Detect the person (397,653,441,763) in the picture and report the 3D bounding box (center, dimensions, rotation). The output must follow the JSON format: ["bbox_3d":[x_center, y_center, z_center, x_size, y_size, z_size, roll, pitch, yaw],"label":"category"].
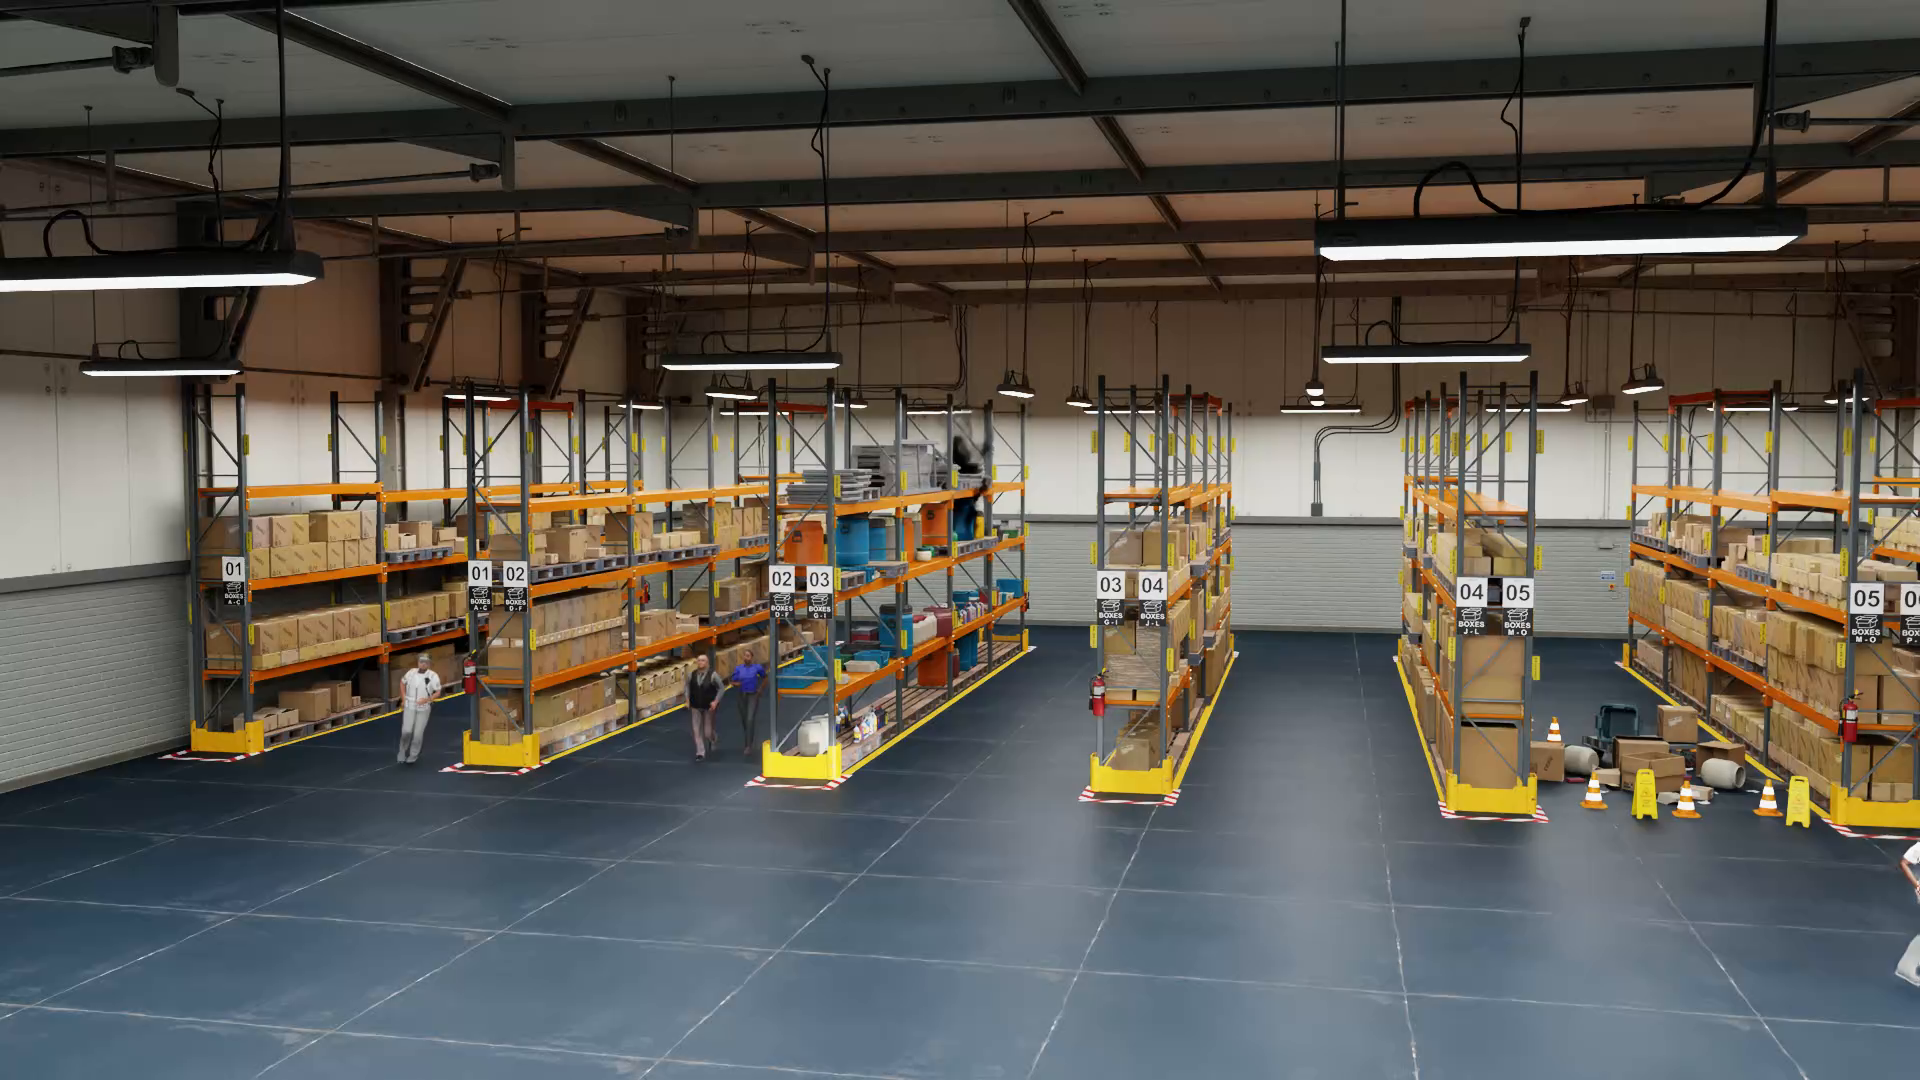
[{"bbox_3d":[-8.524,2.643,26.156,0.691,1.738,0.597,-1,3,-10],"label":"person"}]

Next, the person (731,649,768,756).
[{"bbox_3d":[-3.441,2.617,27.049,0.577,1.671,0.803,0,3,8],"label":"person"}]

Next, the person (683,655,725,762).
[{"bbox_3d":[-4.066,2.654,26.348,0.688,1.681,0.636,0,3,7],"label":"person"}]

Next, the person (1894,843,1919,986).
[{"bbox_3d":[8.927,3.310,15.133,0.545,1.751,0.713,-2,4,-37],"label":"person"}]
